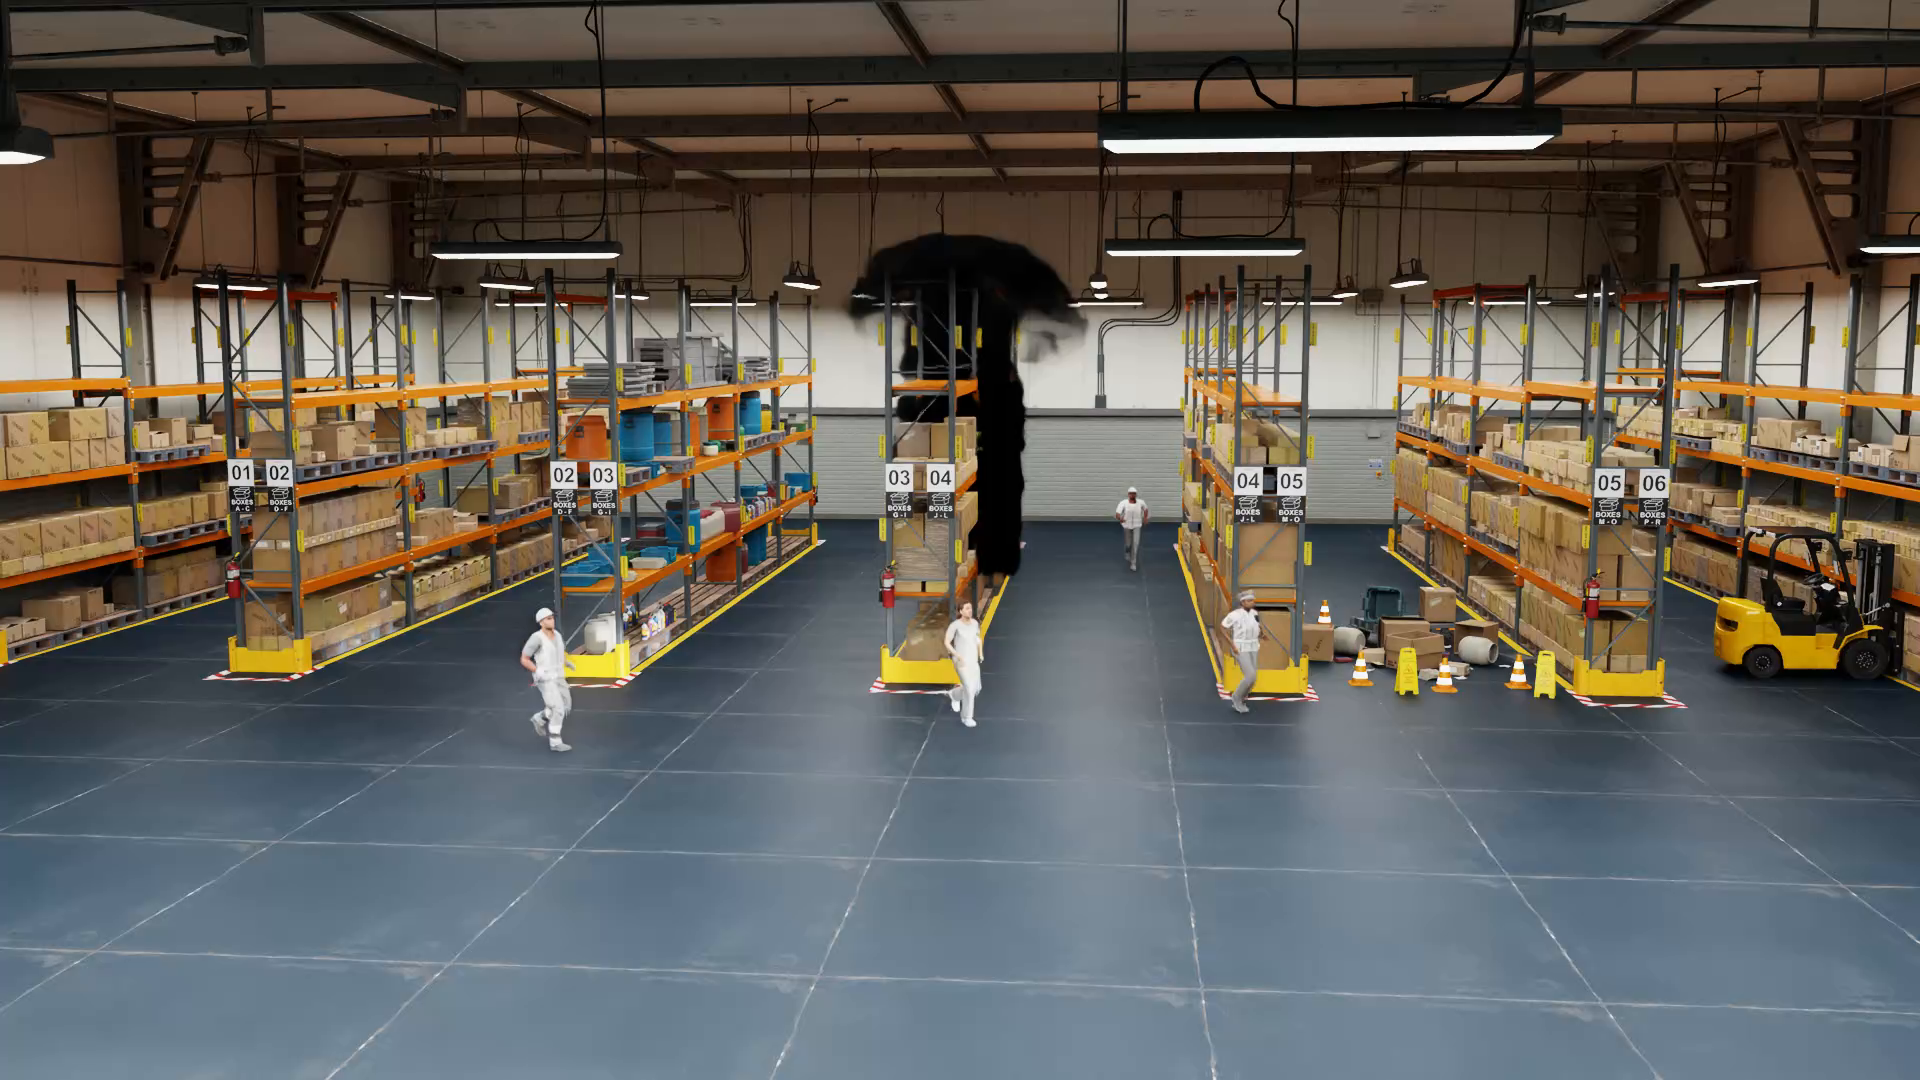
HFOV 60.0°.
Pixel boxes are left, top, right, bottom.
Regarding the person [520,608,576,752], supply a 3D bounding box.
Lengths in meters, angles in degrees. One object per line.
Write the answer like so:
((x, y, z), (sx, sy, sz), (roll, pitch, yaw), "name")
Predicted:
((-5.020, 1.690, 20.221), (0.701, 1.742, 0.659), (4, 8, 29), "person")

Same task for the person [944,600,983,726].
((0.024, 1.575, 21.684), (0.589, 1.634, 0.632), (-6, 9, -39), "person")

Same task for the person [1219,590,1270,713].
((3.841, 1.492, 22.166), (0.580, 1.673, 0.579), (-4, 8, -32), "person")

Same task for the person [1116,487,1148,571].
((3.751, -0.267, 36.250), (0.716, 1.780, 0.934), (0, 7, 2), "person")
